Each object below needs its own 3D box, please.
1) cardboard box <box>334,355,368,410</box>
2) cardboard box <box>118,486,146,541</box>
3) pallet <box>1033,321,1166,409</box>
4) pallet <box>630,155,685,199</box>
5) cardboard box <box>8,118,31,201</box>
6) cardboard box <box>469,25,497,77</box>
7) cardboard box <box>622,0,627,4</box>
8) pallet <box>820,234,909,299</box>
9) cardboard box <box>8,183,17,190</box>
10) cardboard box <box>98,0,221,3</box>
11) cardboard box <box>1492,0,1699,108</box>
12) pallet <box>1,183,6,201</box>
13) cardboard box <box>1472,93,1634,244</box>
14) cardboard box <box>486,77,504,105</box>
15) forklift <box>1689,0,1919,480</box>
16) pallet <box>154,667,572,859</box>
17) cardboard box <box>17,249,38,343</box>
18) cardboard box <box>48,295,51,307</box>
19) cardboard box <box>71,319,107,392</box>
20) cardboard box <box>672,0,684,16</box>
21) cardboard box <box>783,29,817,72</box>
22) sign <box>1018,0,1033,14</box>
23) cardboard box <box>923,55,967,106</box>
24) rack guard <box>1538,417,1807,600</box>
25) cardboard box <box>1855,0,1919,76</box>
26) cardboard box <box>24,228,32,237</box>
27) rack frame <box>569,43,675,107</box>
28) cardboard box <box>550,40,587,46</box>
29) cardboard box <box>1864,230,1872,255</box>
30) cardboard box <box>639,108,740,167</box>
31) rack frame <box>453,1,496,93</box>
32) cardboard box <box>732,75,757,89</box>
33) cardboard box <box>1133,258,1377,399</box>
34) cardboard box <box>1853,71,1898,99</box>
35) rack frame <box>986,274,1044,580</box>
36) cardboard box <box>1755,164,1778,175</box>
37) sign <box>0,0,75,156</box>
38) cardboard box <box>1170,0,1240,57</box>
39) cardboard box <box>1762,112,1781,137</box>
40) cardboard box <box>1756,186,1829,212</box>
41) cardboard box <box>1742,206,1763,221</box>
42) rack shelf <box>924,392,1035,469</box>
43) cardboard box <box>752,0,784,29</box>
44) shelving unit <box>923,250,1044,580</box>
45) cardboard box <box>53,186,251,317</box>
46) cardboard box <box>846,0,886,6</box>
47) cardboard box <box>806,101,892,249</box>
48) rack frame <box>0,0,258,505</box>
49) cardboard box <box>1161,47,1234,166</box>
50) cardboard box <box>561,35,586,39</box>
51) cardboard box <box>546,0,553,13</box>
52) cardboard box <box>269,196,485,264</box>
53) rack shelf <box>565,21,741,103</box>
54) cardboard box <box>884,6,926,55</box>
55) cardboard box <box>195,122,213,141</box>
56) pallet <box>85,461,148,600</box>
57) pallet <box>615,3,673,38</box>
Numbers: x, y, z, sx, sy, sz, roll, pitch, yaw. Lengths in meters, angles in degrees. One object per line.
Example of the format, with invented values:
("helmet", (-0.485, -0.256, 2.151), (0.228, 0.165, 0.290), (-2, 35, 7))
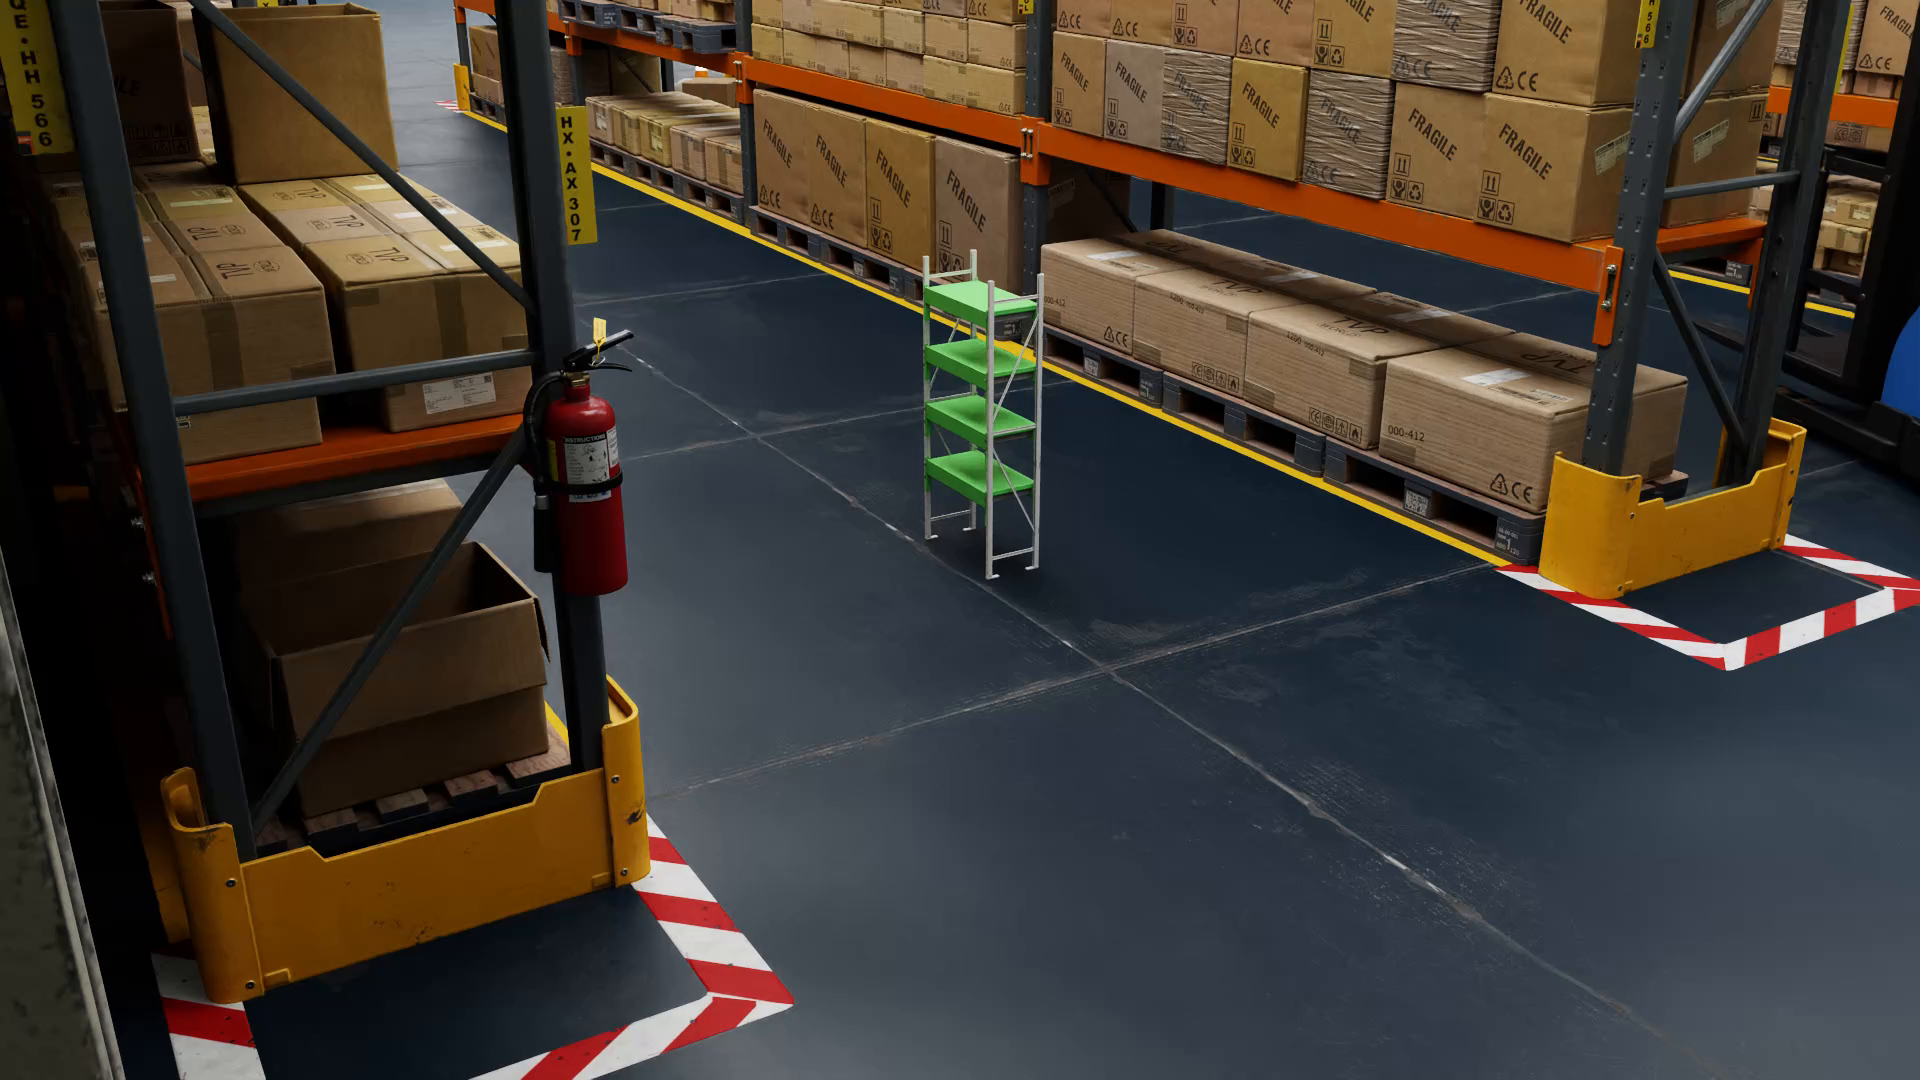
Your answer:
("cardboard box", (-1.501, -0.484, 4.524), (0.380, 0.149, 0.250), (-12, 25, -27))
("cardboard box", (-3.087, -0.137, 6.565), (0.380, 0.149, 0.250), (-13, 25, -29))
("pallet", (1.144, -1.066, 9.325), (1.003, 0.211, 1.213), (-13, 25, -28))
("pallet", (-2.238, -3.269, 14.747), (1.003, 0.211, 1.213), (-13, 25, -28))
("cardboard box", (-3.422, -1.519, 6.540), (0.500, 0.250, 0.500), (-13, 25, -29))
("cardboard box", (-5.121, -5.449, 18.505), (0.500, 0.500, 0.500), (-14, 26, -30))
("cardboard box", (-2.703, -4.715, 14.377), (0.380, 0.149, 0.250), (-12, 25, -28))
("pallet", (-0.264, -1.957, 11.519), (1.003, 0.211, 1.213), (-13, 25, -28))
("cardboard box", (-5.488, -2.066, 9.983), (0.380, 0.149, 0.250), (-11, 25, -26))
("cardboard box", (-4.163, -2.525, 8.521), (0.700, 0.500, 0.500), (-13, 25, -29))
("cardboard box", (2.415, -1.944, 6.321), (0.500, 0.500, 0.500), (-12, 25, -27))
("pallet", (-7.120, -2.730, 13.418), (1.003, 0.211, 1.213), (-13, 25, -28))
("cardboard box", (2.392, -1.475, 6.497), (0.500, 0.500, 0.500), (-12, 25, -28))
("cardboard box", (-4.879, -4.943, 18.255), (0.500, 0.250, 0.500), (-12, 25, -26))
("forklift", (4.711, -1.912, 7.796), (1.130, 2.935, 3.031), (-4, 22, -9))
("pallet", (-1.847, 0.642, 5.125), (1.003, 0.211, 1.213), (-13, 25, -28))
("cardboard box", (-4.734, -1.306, 8.974), (0.500, 0.500, 0.500), (-14, 26, -30))
("cardboard box", (-4.018, -1.148, 7.724), (0.380, 0.149, 0.250), (-13, 25, -28))
("cardboard box", (-2.264, -0.544, 4.673), (0.380, 0.149, 0.250), (-13, 25, -28))
("cardboard box", (-2.079, -4.281, 13.309), (0.380, 0.149, 0.250), (-14, 26, -31))
("cardboard box", (-0.910, -3.474, 11.747), (0.500, 0.250, 0.500), (-13, 26, -30))
("sign", (0.361, -3.011, 8.975), (0.100, 0.325, 0.005), (-13, 25, -28))
("cardboard box", (0.117, -2.811, 10.115), (0.500, 0.250, 0.500), (-13, 25, -29))
("rack guard", (2.878, -0.158, 6.708), (1.175, 0.500, 0.348), (-13, 25, -28))
("cardboard box", (5.847, -3.082, 10.055), (0.500, 0.500, 0.500), (-11, 25, -26))
("cardboard box", (-4.680, -1.562, 8.743), (0.380, 0.149, 0.250), (-14, 26, -30))
("rack frame", (-3.264, -5.208, 15.814), (1.000, 3.000, 0.127), (-13, 25, -28))
("cardboard box", (-4.058, -4.781, 16.859), (0.500, 0.500, 0.500), (-12, 25, -27))
("cardboard box", (5.897, -1.856, 10.399), (0.380, 0.149, 0.250), (-11, 25, -26))
("cardboard box", (-2.267, -3.559, 14.689), (0.950, 0.372, 0.625), (-12, 25, -26))
("rack frame", (-5.307, -6.503, 18.999), (1.000, 3.000, 0.127), (-13, 25, -28))
("cardboard box", (-2.234, -5.265, 19.268), (0.637, 0.503, 0.797), (8, 23, 18))
("cardboard box", (1.509, -1.113, 8.582), (0.875, 0.438, 0.875), (-13, 26, -30))
("cardboard box", (5.781, -2.838, 10.315), (0.380, 0.149, 0.250), (-12, 25, -26))
("rack frame", (0.209, -0.423, 6.431), (0.240, 1.200, 0.015), (-13, 25, -28))
("cardboard box", (5.730, -2.533, 11.671), (0.380, 0.149, 0.250), (-13, 25, -29))
("sign", (-1.887, -0.950, 3.380), (0.100, 0.325, 0.005), (-13, 25, -28))
("cardboard box", (1.362, -2.595, 7.923), (0.500, 0.500, 0.500), (-12, 25, -27))
("cardboard box", (8.082, -4.512, 16.365), (1.225, 0.875, 0.875), (-13, 25, -28))
("cardboard box", (5.498, -2.250, 10.975), (0.380, 0.149, 0.250), (-12, 25, -27))
("cardboard box", (5.434, -2.212, 11.274), (0.380, 0.149, 0.250), (-14, 26, -31))
("rack shelf", (0.085, -0.443, 6.650), (0.258, 0.148, 0.480), (-13, 25, -28))
("cardboard box", (-1.174, -3.864, 12.042), (0.500, 0.250, 0.500), (-13, 25, -29))
("shelving unit", (0.085, -0.502, 6.626), (0.258, 1.200, 0.503), (-13, 25, -28))
("cardboard box", (-2.374, -0.862, 4.926), (0.500, 0.250, 0.500), (-12, 25, -27))
("cardboard box", (-0.412, -3.723, 10.699), (0.500, 0.500, 0.500), (-12, 25, -27))
("cardboard box", (-0.487, -2.595, 11.647), (0.875, 0.875, 0.875), (-12, 25, -28))
("rack frame", (-3.443, -1.663, 7.090), (1.000, 3.000, 0.127), (-13, 25, -28))
("cardboard box", (1.339, -2.137, 8.124), (0.500, 0.500, 0.500), (-12, 25, -28))
("cardboard box", (-3.880, -5.059, 17.543), (0.500, 0.500, 0.500), (-11, 25, -25))
("cardboard box", (-3.824, -5.217, 16.168), (0.380, 0.149, 0.250), (-12, 25, -27))
("cardboard box", (-1.658, -0.798, 4.767), (0.500, 0.250, 0.500), (-12, 25, -28))
("rack shelf", (-2.243, -4.228, 14.356), (1.077, 0.370, 4.000), (-13, 25, -28))
("cardboard box", (-0.143, -3.204, 10.417), (0.500, 0.250, 0.500), (-12, 25, -27))
("cardboard box", (-2.704, -1.454, 6.380), (0.500, 0.250, 0.500), (-13, 25, -28))
("pallet", (-3.093, -0.148, 7.068), (1.003, 0.211, 1.213), (-13, 25, -28))
("pallet", (-2.267, -4.458, 14.221), (1.003, 0.211, 1.213), (-13, 25, -28))
